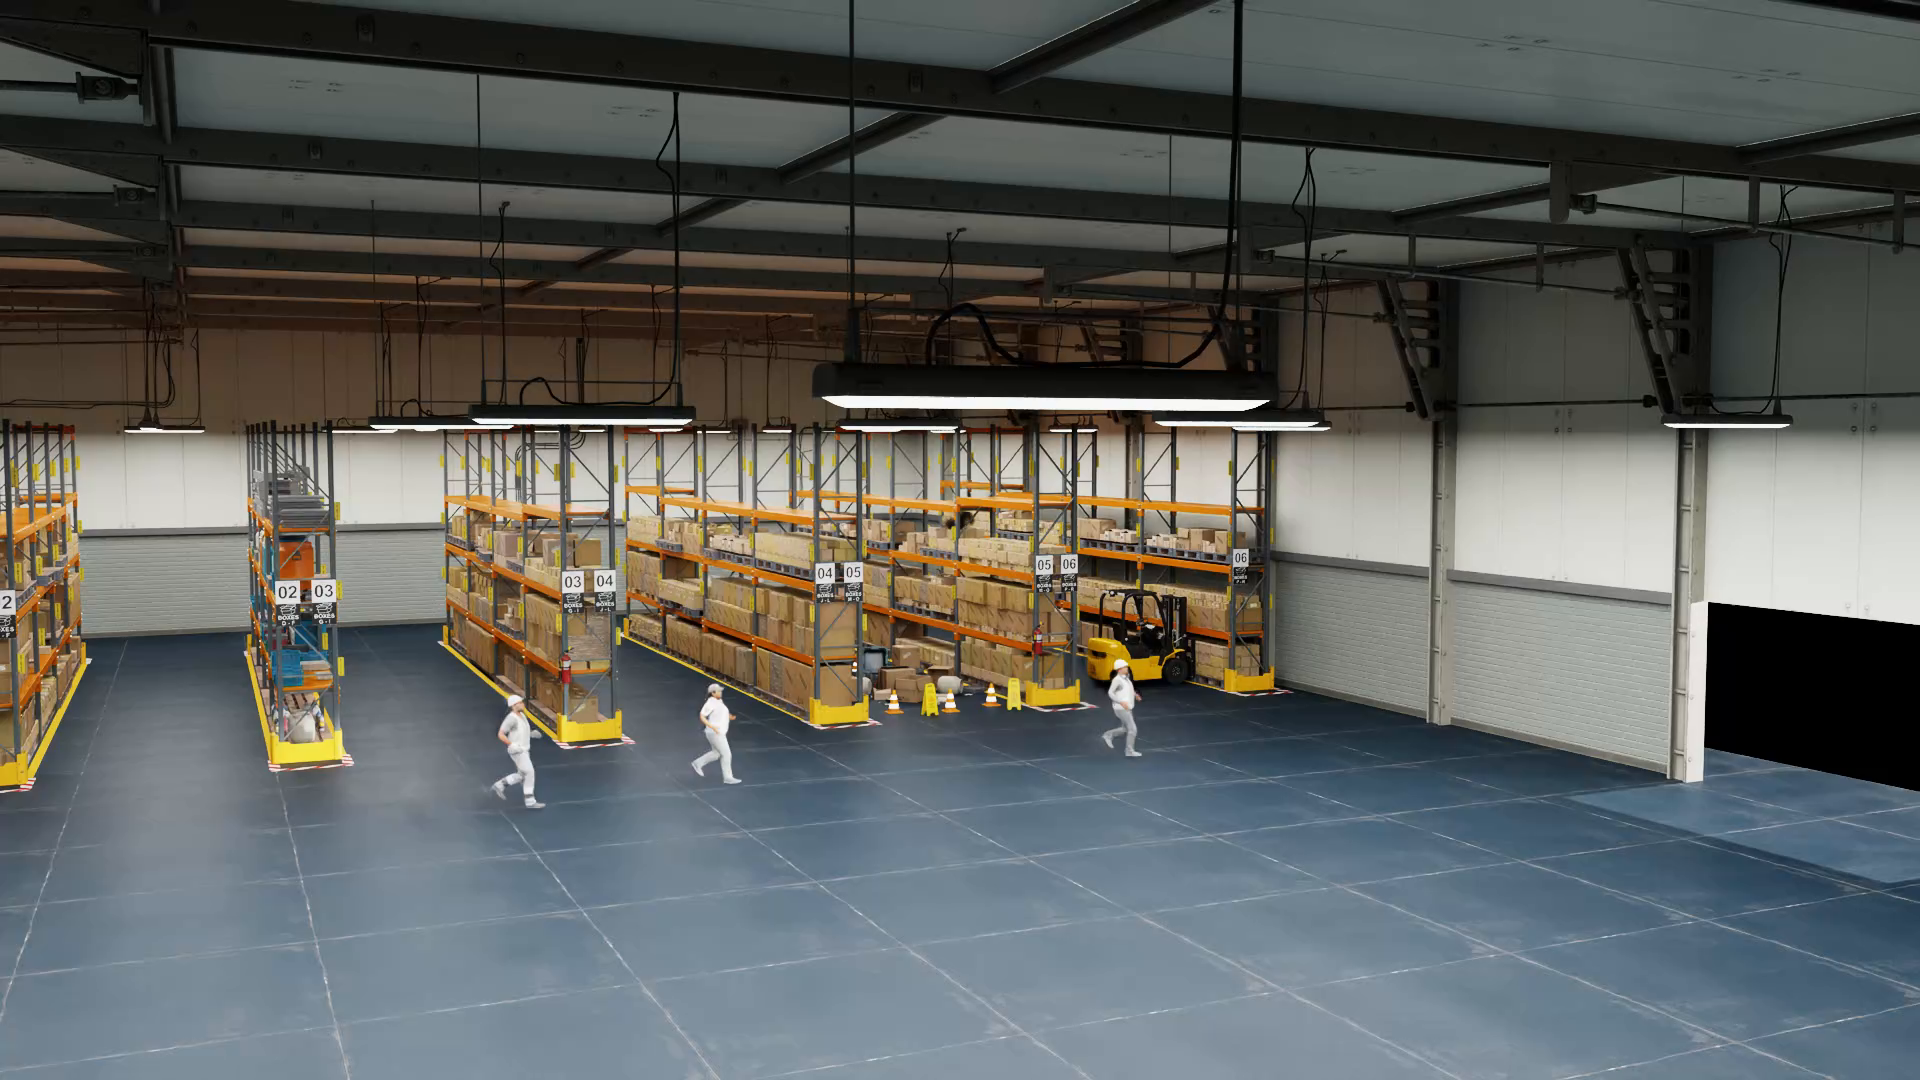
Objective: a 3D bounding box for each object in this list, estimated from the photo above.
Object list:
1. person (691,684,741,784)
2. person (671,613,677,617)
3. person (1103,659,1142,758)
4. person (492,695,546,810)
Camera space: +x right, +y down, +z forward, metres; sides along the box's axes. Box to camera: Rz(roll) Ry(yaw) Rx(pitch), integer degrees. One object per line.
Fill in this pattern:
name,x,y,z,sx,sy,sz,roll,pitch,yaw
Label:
person,-4.035,3.182,27.398,0.877,1.640,0.619,0,4,5
person,-8.315,1.738,49.562,1.113,1.787,0.735,-2,4,-30
person,2.888,2.999,29.709,0.779,1.736,0.667,2,4,25
person,-6.793,3.249,25.502,0.867,1.760,0.669,0,4,3
